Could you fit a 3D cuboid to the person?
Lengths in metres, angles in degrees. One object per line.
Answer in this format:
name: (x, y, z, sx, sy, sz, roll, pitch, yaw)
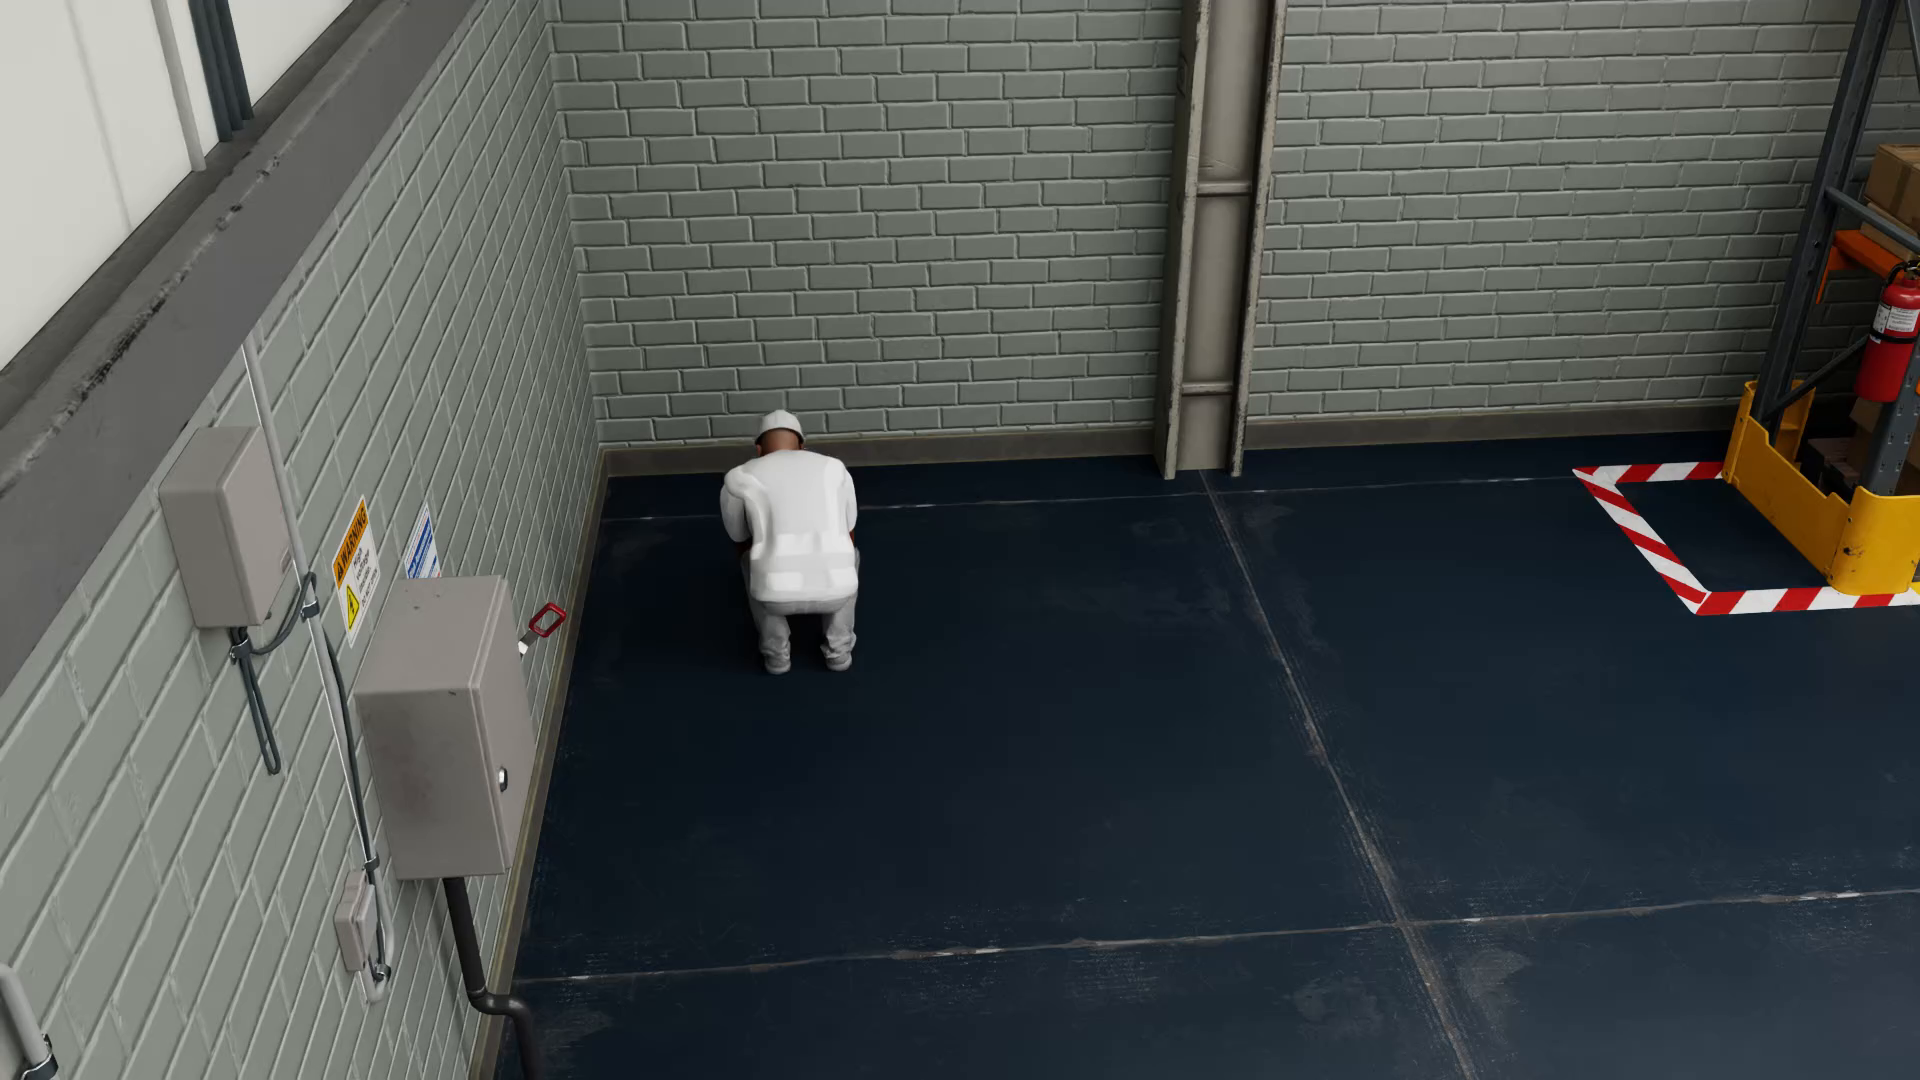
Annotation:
person: (-0.700, 0.025, 6.904, 0.569, 0.914, 0.897, -3, 31, -5)
